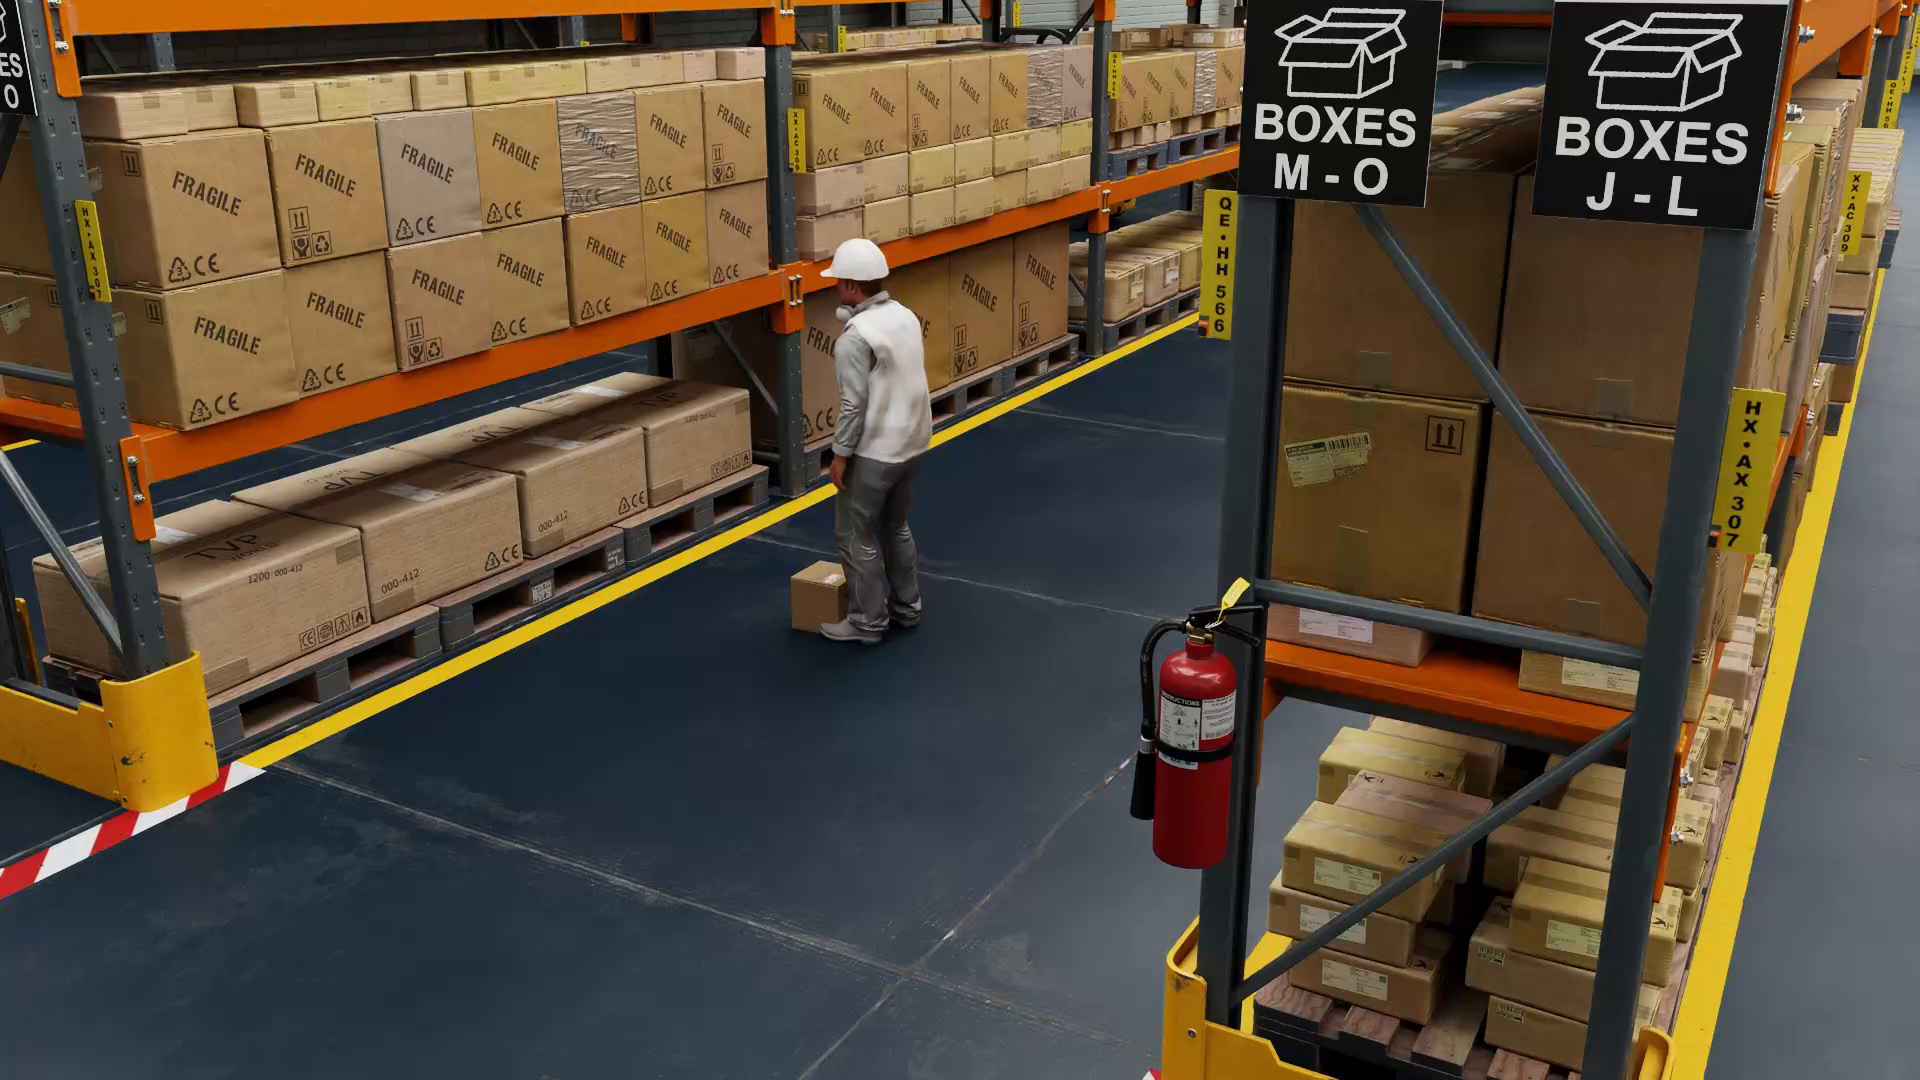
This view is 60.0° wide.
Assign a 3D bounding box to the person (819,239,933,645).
[{"bbox_3d":[-0.363,-0.413,7.207,0.463,1.771,0.581,11,22,28],"label":"person"}]
